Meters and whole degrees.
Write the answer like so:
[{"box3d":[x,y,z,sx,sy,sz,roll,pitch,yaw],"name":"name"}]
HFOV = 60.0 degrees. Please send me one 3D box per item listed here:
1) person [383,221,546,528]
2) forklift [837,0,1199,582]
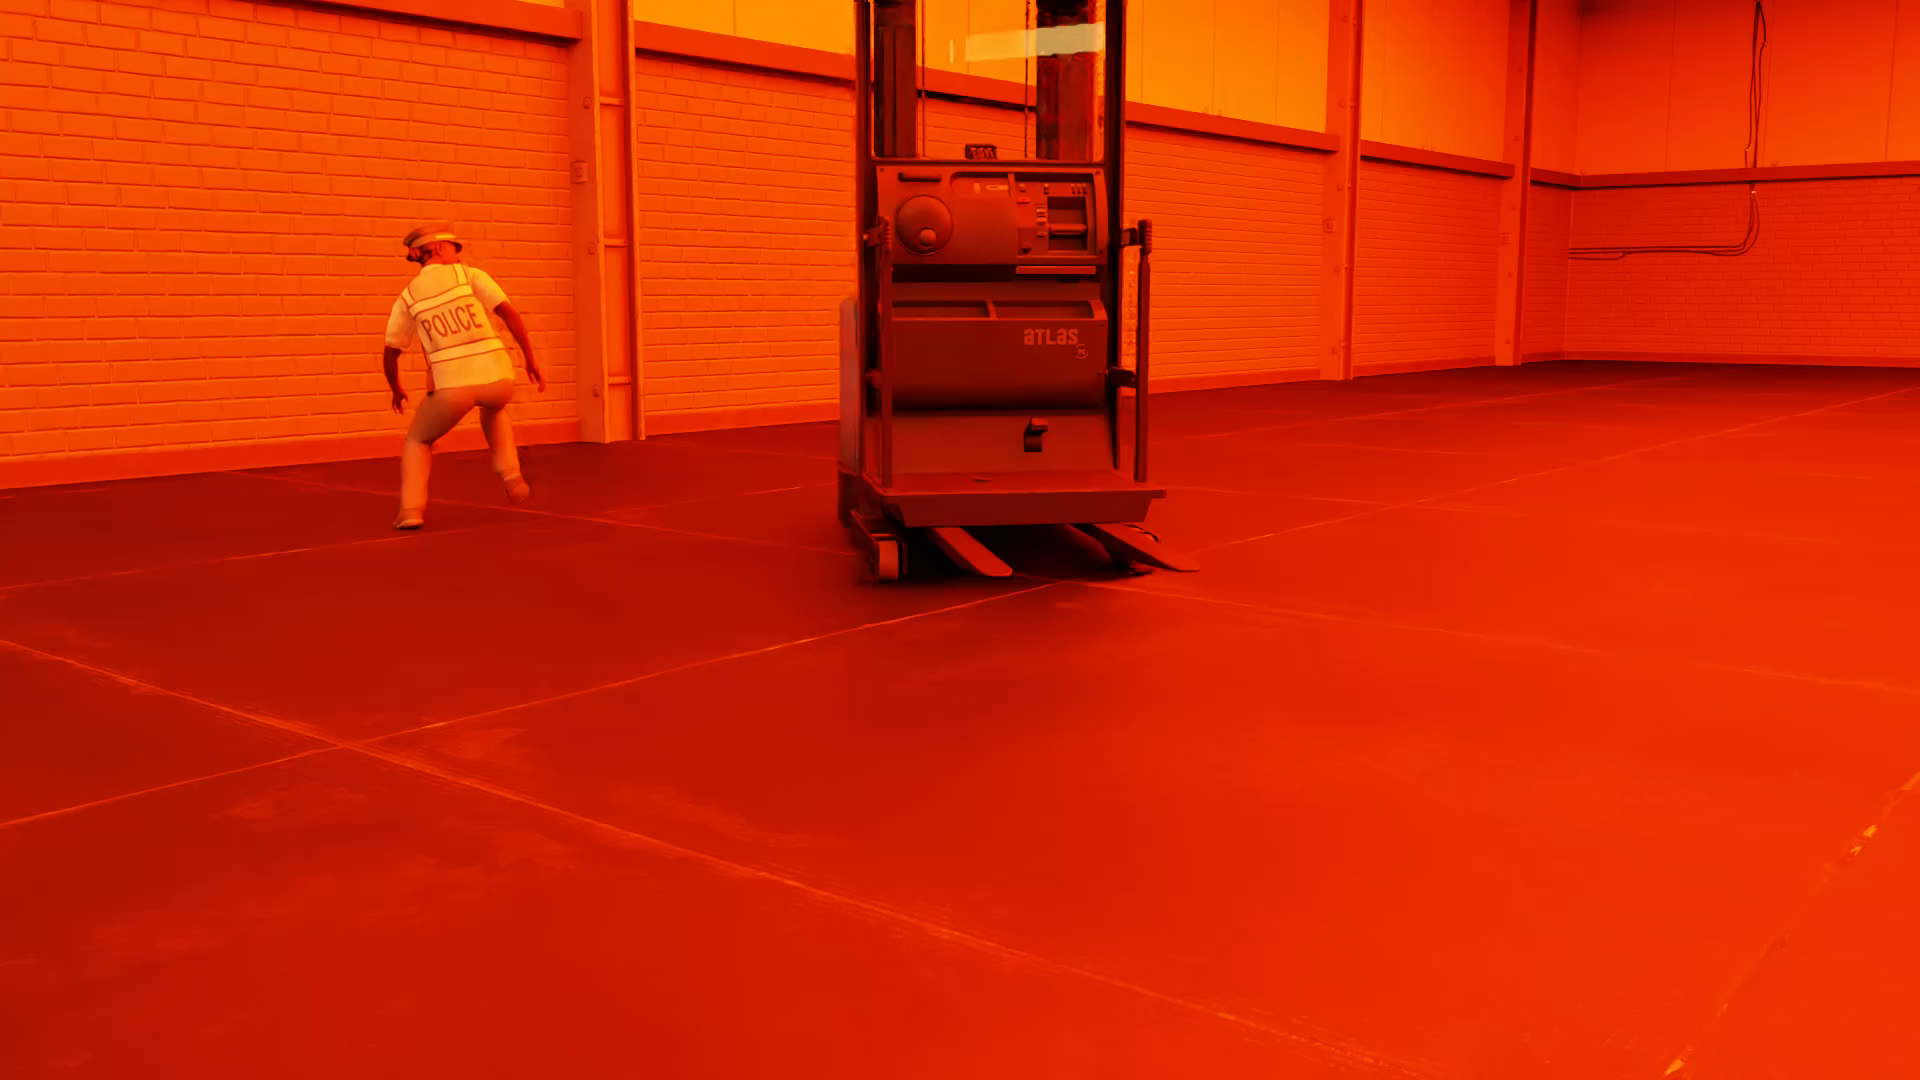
[{"box3d":[-2.369,-0.782,7.929,0.723,1.457,0.652,-3,9,-22],"name":"person"},{"box3d":[0.167,-1.344,6.465,1.130,2.935,3.031,-1,8,-10],"name":"forklift"}]
